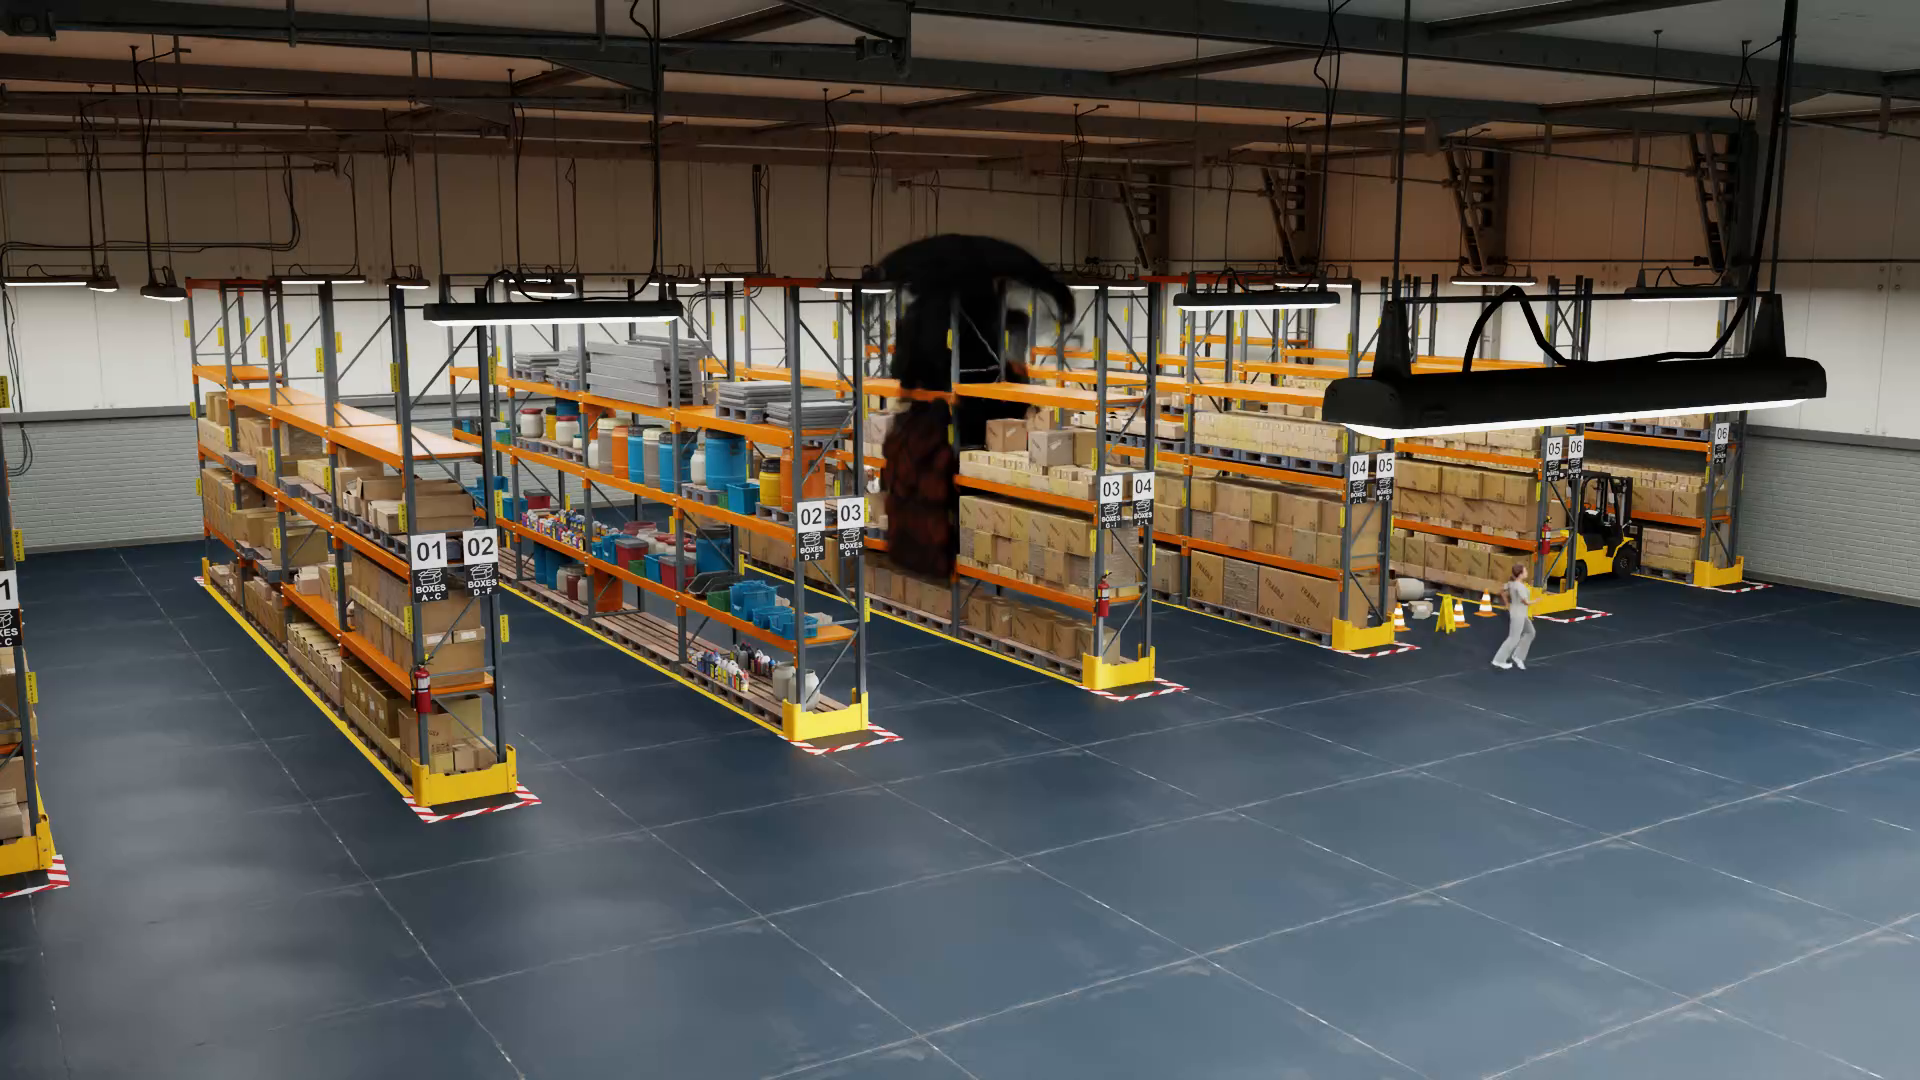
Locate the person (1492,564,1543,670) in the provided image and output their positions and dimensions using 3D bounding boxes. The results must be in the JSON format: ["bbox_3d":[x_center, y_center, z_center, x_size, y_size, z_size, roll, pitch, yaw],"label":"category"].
[{"bbox_3d":[8.664,1.212,25.817,0.716,1.712,0.547,1,10,9],"label":"person"}]

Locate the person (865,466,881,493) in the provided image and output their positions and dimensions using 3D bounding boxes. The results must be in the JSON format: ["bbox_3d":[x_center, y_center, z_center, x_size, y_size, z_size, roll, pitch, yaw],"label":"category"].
[{"bbox_3d":[-2.020,-0.852,37.938,0.681,1.739,0.648,-5,11,-26],"label":"person"}]
